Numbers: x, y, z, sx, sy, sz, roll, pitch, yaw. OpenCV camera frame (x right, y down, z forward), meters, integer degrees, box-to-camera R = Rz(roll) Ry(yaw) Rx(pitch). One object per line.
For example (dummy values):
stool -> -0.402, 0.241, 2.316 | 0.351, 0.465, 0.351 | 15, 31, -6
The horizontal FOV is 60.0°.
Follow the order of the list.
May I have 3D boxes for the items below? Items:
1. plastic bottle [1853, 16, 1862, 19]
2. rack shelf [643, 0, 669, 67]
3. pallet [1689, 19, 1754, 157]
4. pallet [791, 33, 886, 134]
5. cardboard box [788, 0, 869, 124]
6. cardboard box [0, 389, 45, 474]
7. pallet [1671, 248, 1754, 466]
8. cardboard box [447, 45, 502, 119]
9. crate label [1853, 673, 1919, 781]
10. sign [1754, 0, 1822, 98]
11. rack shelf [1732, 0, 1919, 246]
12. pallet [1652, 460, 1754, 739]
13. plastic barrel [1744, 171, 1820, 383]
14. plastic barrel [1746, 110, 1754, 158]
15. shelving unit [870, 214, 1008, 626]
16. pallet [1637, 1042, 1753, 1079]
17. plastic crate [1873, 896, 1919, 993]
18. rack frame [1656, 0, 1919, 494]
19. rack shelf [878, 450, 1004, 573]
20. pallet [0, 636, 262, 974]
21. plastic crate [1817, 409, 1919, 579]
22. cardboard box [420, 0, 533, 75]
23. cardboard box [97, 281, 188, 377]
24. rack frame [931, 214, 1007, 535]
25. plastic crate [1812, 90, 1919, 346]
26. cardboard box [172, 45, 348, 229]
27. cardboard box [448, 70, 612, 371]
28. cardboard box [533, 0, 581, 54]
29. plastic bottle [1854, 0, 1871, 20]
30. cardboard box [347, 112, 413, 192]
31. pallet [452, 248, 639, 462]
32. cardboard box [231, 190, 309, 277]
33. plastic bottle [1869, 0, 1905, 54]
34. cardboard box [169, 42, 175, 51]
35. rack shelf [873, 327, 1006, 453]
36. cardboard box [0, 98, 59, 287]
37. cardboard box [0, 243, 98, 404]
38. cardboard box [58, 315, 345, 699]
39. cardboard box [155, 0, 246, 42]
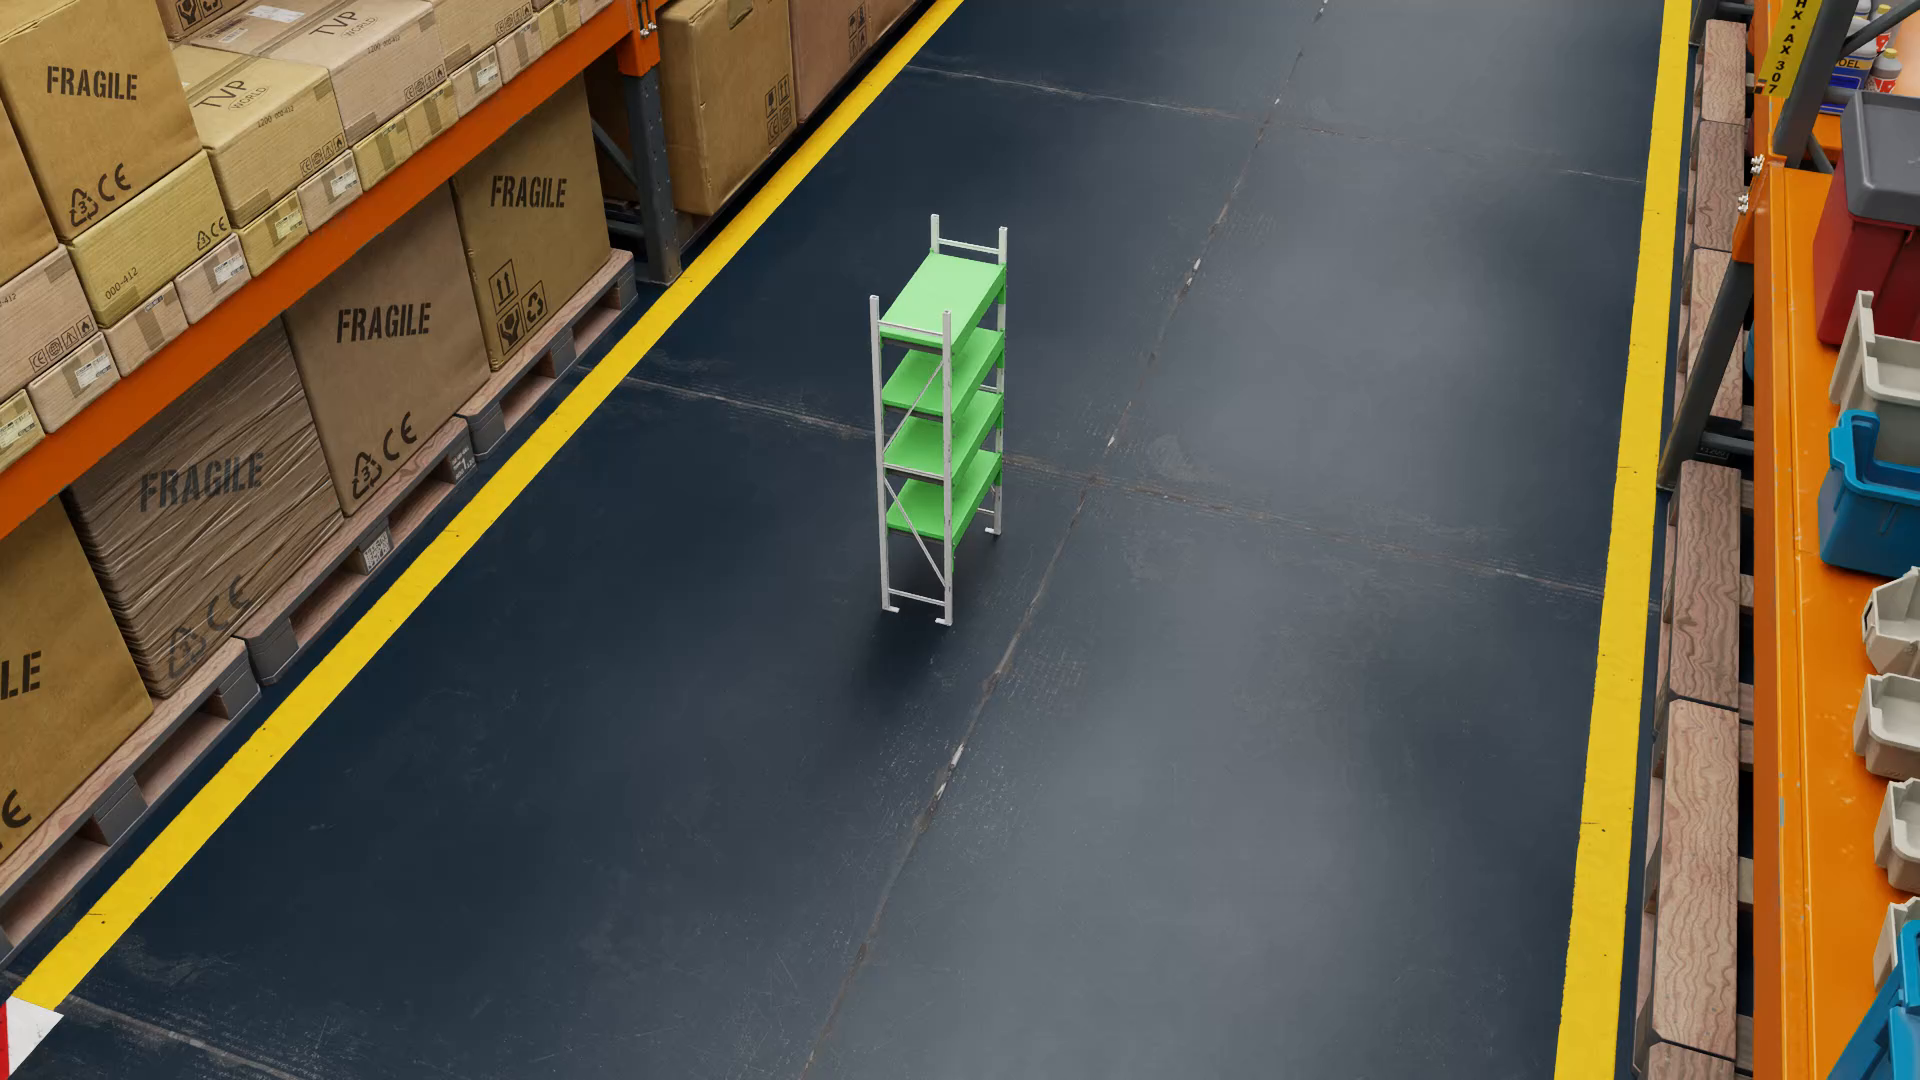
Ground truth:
plastic bottle -> 2.931, -1.628, 5.500 | 0.097, 0.201, 0.097 | 0, 40, 0
rack shelf -> -0.987, -3.292, 7.852 | 1.077, 0.370, 4.000 | 13, 42, 15
pallet -> 4.121, -2.136, 8.091 | 1.003, 0.211, 1.213 | 13, 42, 15
pallet -> -1.062, -2.519, 8.540 | 1.003, 0.211, 1.213 | 13, 42, 15
cardboard box -> -1.166, -2.638, 7.844 | 1.225, 0.875, 0.875 | 12, 42, 14
cardboard box -> -2.433, -0.267, 3.946 | 0.380, 0.149, 0.250 | 12, 42, 14
pallet -> 3.287, -0.647, 6.346 | 1.003, 0.211, 1.213 | 13, 42, 15
cardboard box -> -1.731, -1.521, 5.416 | 0.380, 0.149, 0.250 | 14, 42, 16
crate label -> 1.910, 0.384, 3.146 | 0.396, 0.136, 0.243 | 13, 42, 15
sign -> 2.467, -1.475, 4.955 | 0.100, 0.325, 0.005 | 13, 42, 15
rack shelf -> 3.668, -2.193, 6.564 | 1.077, 0.370, 4.000 | 13, 42, 15
pallet -> 2.769, 0.271, 5.270 | 1.003, 0.211, 1.213 | 13, 42, 15
plastic barrel -> 3.186, -0.936, 5.830 | 0.600, 0.901, 0.708 | 13, 42, 15
plastic barrel -> 3.814, -1.938, 7.245 | 0.600, 0.588, 0.708 | 13, 42, 15
shelving unit -> -0.057, -0.355, 5.242 | 0.258, 1.200, 0.503 | 13, 42, 15
pallet -> 1.934, 1.759, 3.525 | 1.003, 0.211, 1.213 | 13, 42, 15
plastic crate -> 1.725, 0.733, 2.737 | 0.396, 0.136, 0.243 | 13, 42, 15
rack frame -> 2.984, -1.247, 4.900 | 1.000, 3.000, 0.127 | 13, 42, 15
rack shelf -> -0.057, -0.124, 5.439 | 0.258, 0.148, 0.480 | 13, 42, 15
pallet -> -2.839, 0.649, 4.826 | 1.003, 0.211, 1.213 | 13, 42, 15
plastic crate -> 2.077, -0.076, 3.611 | 0.416, 0.233, 0.300 | 13, 42, 15
cardboard box -> -1.750, -1.759, 5.387 | 0.500, 0.250, 0.500 | 15, 43, 16
cardboard box -> -2.257, -0.581, 4.314 | 0.380, 0.149, 0.250 | 13, 42, 14
rack frame -> 0.027, -0.504, 5.417 | 0.240, 1.200, 0.015 | 13, 42, 15
plastic crate -> 2.443, -0.805, 4.287 | 0.402, 0.464, 0.583 | 13, 42, 15
cardboard box -> -2.100, -1.139, 4.660 | 0.500, 0.250, 0.500 | 12, 42, 14
cardboard box -> -1.971, -1.313, 6.291 | 0.875, 0.875, 0.875 | 13, 42, 15
cardboard box -> -1.555, -1.835, 5.783 | 0.380, 0.149, 0.250 | 14, 42, 16
plastic bottle -> 2.940, -1.735, 5.568 | 0.152, 0.276, 0.135 | 13, 42, 15
cardboard box -> -1.906, -1.208, 5.048 | 0.380, 0.149, 0.250 | 13, 42, 14
pallet -> -2.004, -0.839, 6.571 | 1.003, 0.211, 1.213 | 13, 42, 15
cardboard box -> -2.082, -0.893, 4.679 | 0.380, 0.149, 0.250 | 12, 42, 14
plastic bottle -> 3.126, -1.829, 5.621 | 0.144, 0.351, 0.185 | 13, 42, 15
cardboard box -> -2.600, -1.255, 4.797 | 0.500, 0.250, 0.500 | 13, 42, 15
rack shelf -> -0.057, -0.489, 5.128 | 0.258, 0.148, 0.480 | 13, 42, 15
cardboard box -> -2.450, -0.786, 3.668 | 0.500, 0.500, 0.500 | 12, 42, 14
cardboard box -> -2.449, -0.514, 3.928 | 0.500, 0.250, 0.500 | 13, 42, 15
cardboard box -> -2.584, -0.221, 5.012 | 0.875, 0.875, 0.875 | 13, 42, 15
cardboard box -> -2.424, -1.835, 4.899 | 0.500, 0.500, 0.500 | 12, 42, 14
